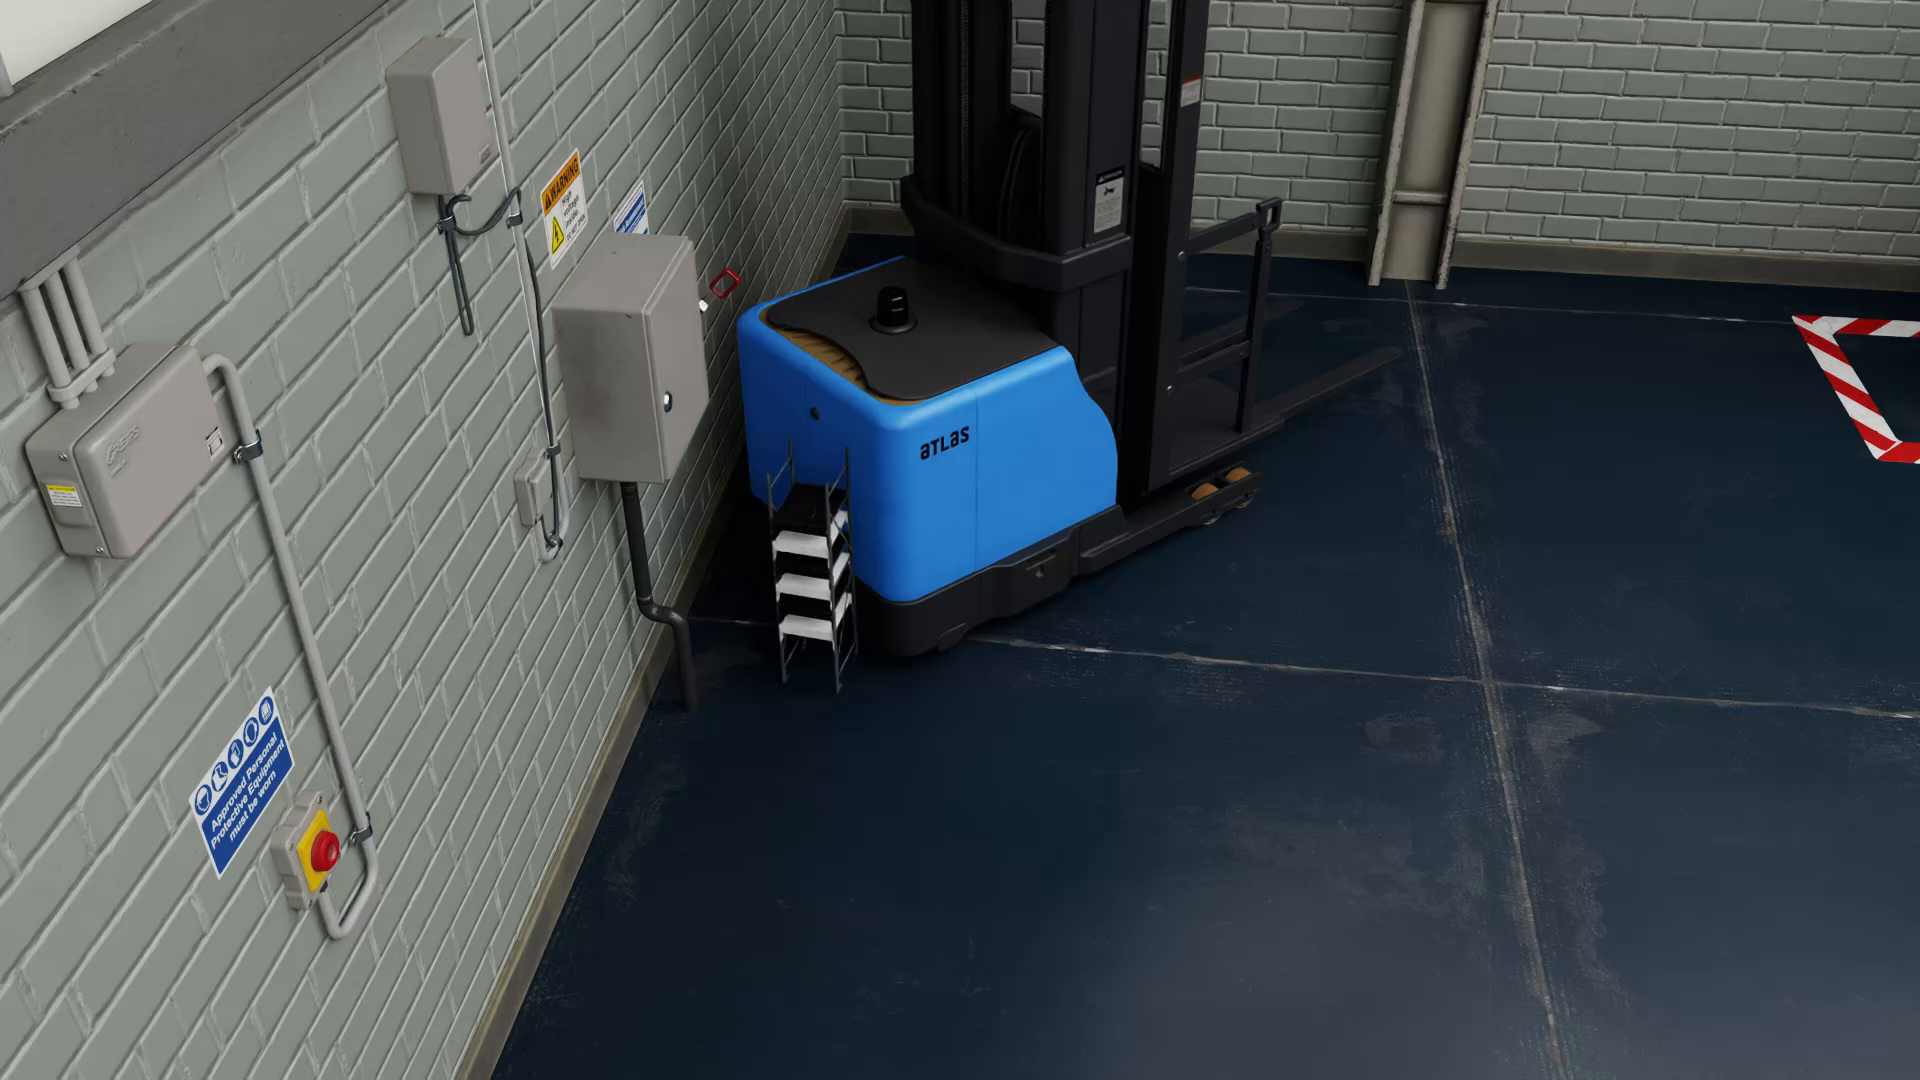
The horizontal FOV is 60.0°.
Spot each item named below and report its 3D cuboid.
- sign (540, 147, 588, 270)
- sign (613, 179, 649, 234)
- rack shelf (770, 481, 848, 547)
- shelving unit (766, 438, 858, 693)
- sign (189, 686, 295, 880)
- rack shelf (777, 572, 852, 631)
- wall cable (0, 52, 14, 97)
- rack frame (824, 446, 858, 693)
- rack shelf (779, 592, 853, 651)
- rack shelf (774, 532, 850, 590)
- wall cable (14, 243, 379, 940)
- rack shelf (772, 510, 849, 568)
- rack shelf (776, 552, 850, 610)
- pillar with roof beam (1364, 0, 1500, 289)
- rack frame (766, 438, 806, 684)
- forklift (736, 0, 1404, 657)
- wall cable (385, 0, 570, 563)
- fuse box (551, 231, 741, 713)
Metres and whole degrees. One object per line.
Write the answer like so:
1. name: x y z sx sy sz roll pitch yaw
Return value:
1. sign: -1.140 -0.959 4.800 0.001 0.242 0.339 4 36 6
2. sign: -1.070 -0.900 5.511 0.001 0.494 0.329 4 36 6
3. rack shelf: -0.510 -0.092 5.696 0.200 0.077 0.258 9 36 12
4. shelving unit: -0.510 0.101 5.834 0.210 0.900 0.258 9 36 12
5. sign: -1.407 0.474 3.272 0.001 0.218 0.327 4 36 6
6. rack shelf: -0.510 0.201 5.905 0.200 0.077 0.258 9 36 12
7. wall cable: -1.422 -1.736 1.437 0.029 3.000 0.463 4 36 6
8. rack frame: -0.412 0.116 5.813 0.006 0.900 0.240 9 36 12
9. rack shelf: -0.510 0.275 5.958 0.200 0.077 0.258 9 36 12
10. rack shelf: -0.510 0.055 5.801 0.200 0.077 0.258 9 36 12
11. wall cable: -1.340 0.134 3.078 0.123 1.953 0.585 4 36 6
12. rack shelf: -0.510 -0.018 5.749 0.200 0.077 0.258 9 36 12
13. rack shelf: -0.510 0.128 5.853 0.200 0.077 0.258 9 36 12
14. pillar with roof beam: 1.776 -2.576 2.614 0.400 9.000 9.100 4 36 6
15. rack frame: -0.609 0.086 5.855 0.006 0.900 0.240 9 36 12
16. forklift: 0.633 -1.472 6.289 3.031 2.935 1.130 -25 42 -31
17. wall cable: -1.171 -0.671 4.234 0.122 1.984 0.588 4 36 6
18. fuse box: -0.928 -0.115 5.438 0.414 1.711 0.539 4 36 6
